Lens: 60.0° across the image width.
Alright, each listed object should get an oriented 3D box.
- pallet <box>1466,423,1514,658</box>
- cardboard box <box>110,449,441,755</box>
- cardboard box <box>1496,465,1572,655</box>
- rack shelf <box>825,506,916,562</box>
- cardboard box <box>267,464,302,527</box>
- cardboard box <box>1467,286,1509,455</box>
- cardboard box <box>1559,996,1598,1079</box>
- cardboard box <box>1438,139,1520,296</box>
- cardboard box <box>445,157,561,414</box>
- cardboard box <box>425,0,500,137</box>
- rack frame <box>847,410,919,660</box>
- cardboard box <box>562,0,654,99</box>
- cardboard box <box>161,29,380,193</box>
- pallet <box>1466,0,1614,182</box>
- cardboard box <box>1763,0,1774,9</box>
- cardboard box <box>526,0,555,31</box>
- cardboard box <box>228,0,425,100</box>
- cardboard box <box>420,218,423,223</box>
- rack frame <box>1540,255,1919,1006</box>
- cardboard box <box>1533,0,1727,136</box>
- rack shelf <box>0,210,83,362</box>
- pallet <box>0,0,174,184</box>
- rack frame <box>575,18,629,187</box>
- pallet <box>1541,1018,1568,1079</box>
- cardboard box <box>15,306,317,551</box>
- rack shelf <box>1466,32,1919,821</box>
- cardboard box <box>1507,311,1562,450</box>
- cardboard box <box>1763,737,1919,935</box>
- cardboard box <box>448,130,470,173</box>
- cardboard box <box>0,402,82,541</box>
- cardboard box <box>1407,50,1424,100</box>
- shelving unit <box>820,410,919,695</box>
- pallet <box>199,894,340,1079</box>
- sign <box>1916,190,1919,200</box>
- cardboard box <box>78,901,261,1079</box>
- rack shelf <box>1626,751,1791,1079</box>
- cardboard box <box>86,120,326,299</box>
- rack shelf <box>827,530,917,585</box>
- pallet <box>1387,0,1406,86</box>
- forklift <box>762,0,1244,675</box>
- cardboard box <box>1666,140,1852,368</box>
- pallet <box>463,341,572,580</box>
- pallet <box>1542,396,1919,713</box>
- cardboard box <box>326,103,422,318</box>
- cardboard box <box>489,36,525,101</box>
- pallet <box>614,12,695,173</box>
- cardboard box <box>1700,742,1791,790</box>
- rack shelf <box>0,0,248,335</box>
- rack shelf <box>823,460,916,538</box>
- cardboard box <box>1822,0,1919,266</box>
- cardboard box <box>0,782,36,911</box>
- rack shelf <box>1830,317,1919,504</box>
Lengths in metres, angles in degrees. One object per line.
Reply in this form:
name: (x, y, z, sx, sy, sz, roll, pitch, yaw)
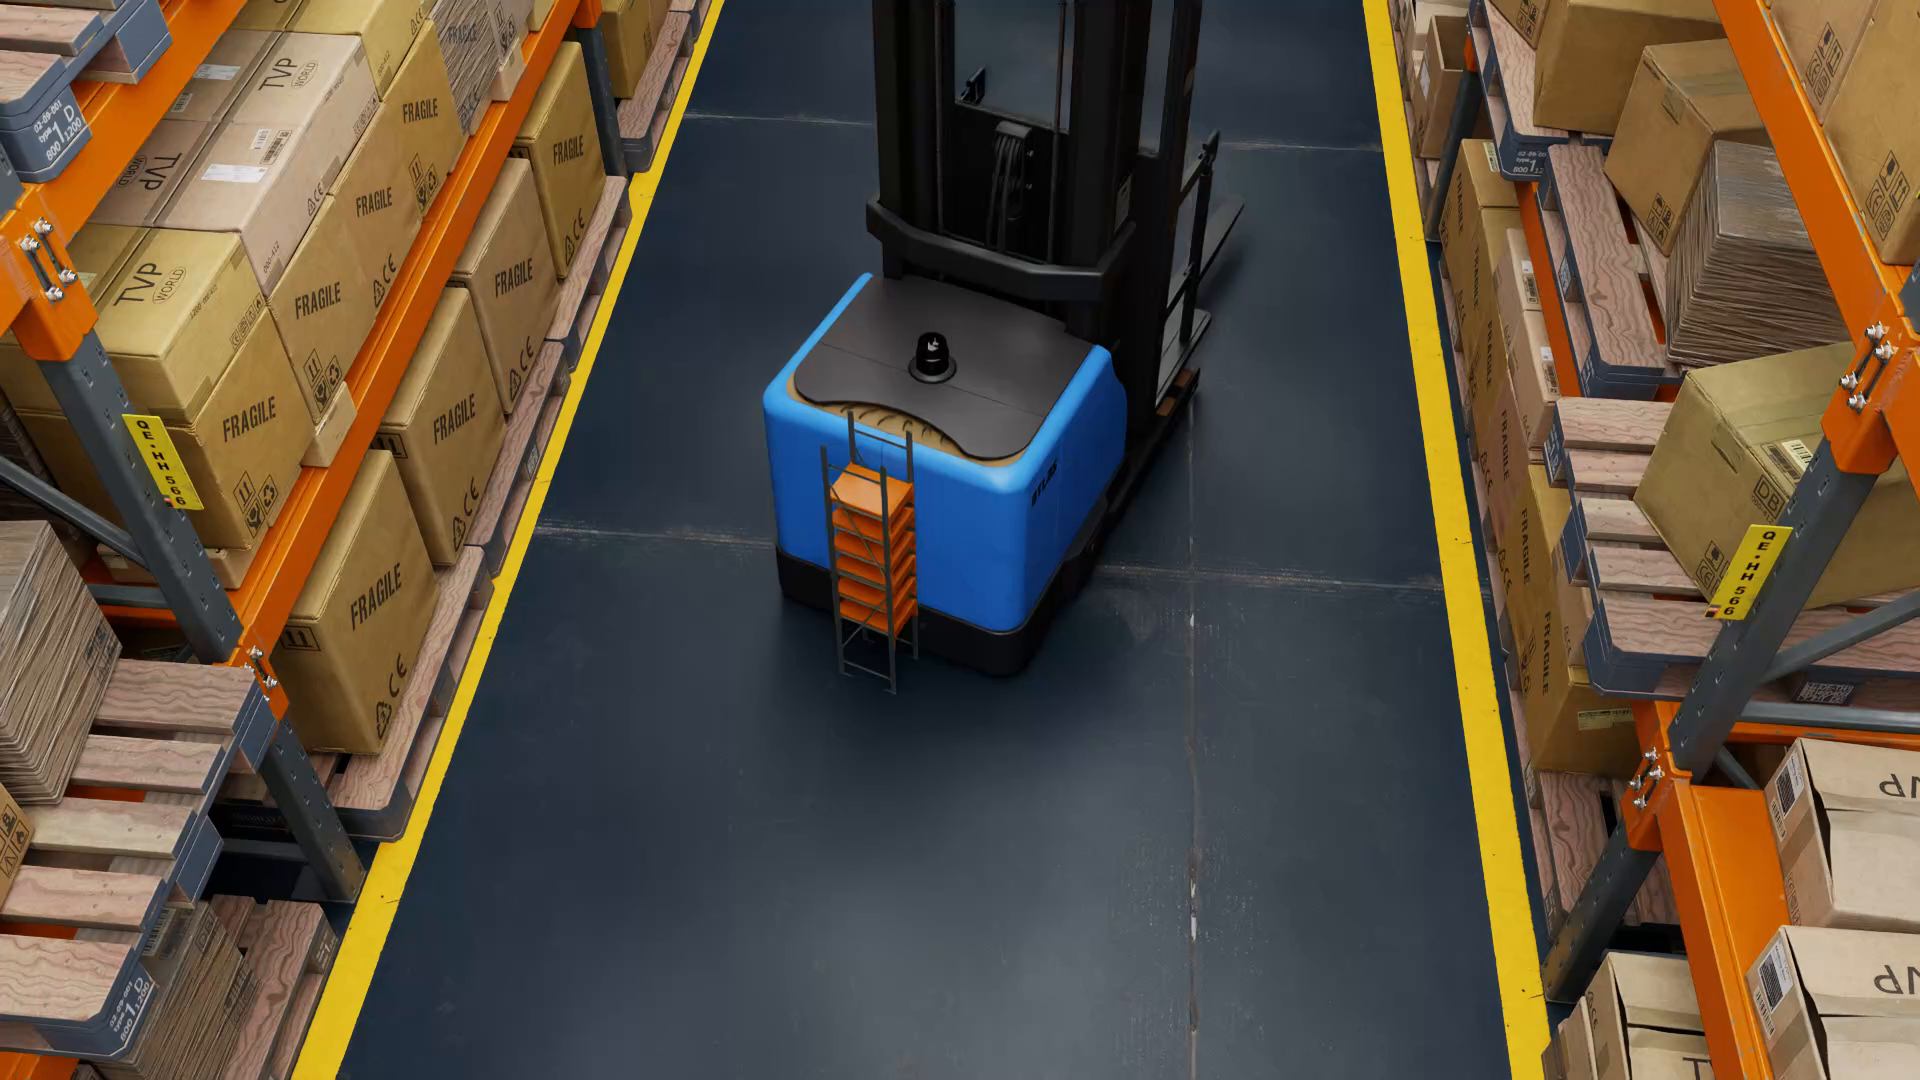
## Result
pallet: (2.617, -0.026, 6.631, 1.003, 0.211, 1.213, 4, 48, 4)
cardboard box: (-2.339, 0.195, 5.711, 0.750, 0.750, 0.750, 3, 48, 3)
cardboard box: (2.296, 0.085, 6.035, 0.500, 0.500, 0.500, 2, 48, 2)
rack shelf: (-0.306, -0.058, 5.725, 0.258, 0.103, 0.180, 20, 51, 17)
cardboard box: (-2.244, -0.190, 5.048, 0.380, 0.149, 0.250, 4, 48, 4)
cardboard box: (2.384, -0.672, 6.728, 0.500, 0.500, 0.500, 4, 48, 4)
cardboard box: (2.057, 1.625, 4.810, 0.500, 0.250, 0.500, 4, 48, 3)
cardboard box: (2.475, -1.432, 7.423, 0.500, 0.500, 0.500, 2, 48, 2)
cardboard box: (-2.180, -1.073, 6.871, 0.750, 0.750, 0.750, 5, 48, 5)
cardboard box: (-2.054, -1.837, 6.115, 0.500, 0.500, 0.500, 4, 48, 4)
rack frame: (-0.266, 0.013, 5.925, 0.240, 1.200, 0.006, 20, 51, 17)
cardboard box: (-2.001, -2.637, 8.539, 0.700, 0.500, 0.500, 4, 48, 4)
cardboard box: (-2.148, -1.330, 5.143, 0.500, 0.250, 0.500, 4, 48, 4)
pallet: (2.580, -1.821, 6.513, 1.003, 0.211, 1.213, 4, 48, 4)
cardboard box: (2.497, -1.653, 4.128, 0.910, 0.500, 0.500, 4, 48, 4)
cardboard box: (-1.920, -2.264, 6.945, 0.380, 0.149, 0.250, 5, 48, 4)
cardboard box: (-2.108, -1.706, 5.486, 0.500, 0.250, 0.500, 3, 48, 3)
cardboard box: (-2.147, -1.133, 5.910, 0.380, 0.149, 0.250, 4, 48, 4)
rack frame: (2.397, 0.473, 4.284, 1.000, 3.000, 0.127, 4, 48, 4)
cardboard box: (2.496, -1.799, 6.010, 0.700, 0.500, 0.500, 11, 48, 10)
rack shelf: (-2.719, 0.843, 2.401, 1.077, 0.370, 4.000, 4, 48, 4)
pallet: (-2.530, -1.282, 3.985, 1.213, 0.211, 1.003, 6, 48, 5)
rack frame: (-2.172, -2.796, 7.275, 1.000, 3.000, 0.127, 4, 48, 4)
pallet: (2.283, 2.017, 4.762, 1.003, 0.211, 1.213, 4, 48, 4)
cardboard box: (-2.237, -0.338, 4.743, 0.500, 0.500, 0.500, 5, 48, 5)
rack shelf: (2.579, -0.754, 5.894, 1.077, 0.370, 4.000, 4, 48, 4)
cardboard box: (2.339, -0.581, 6.137, 0.500, 0.250, 0.500, 3, 48, 3)
cardboard box: (2.320, 0.768, 4.075, 0.500, 0.311, 0.500, 7, 48, 6)
cardboard box: (-2.080, -1.520, 6.264, 0.380, 0.149, 0.250, 3, 48, 2)
cardboard box: (-2.756, -0.363, 4.766, 0.500, 0.500, 0.500, 4, 48, 4)
cardboard box: (2.506, -2.370, 8.518, 0.380, 0.149, 0.250, 4, 48, 4)
shelving unit: (-0.306, 0.074, 5.869, 0.258, 1.200, 0.189, 20, 51, 17)
pallet: (-2.609, 1.658, 5.090, 1.003, 0.211, 1.213, 4, 48, 4)
sign: (1.857, -0.752, 3.021, 0.100, 0.325, 0.005, 4, 48, 4)
cardboard box: (-2.550, 1.371, 4.859, 0.700, 0.500, 0.500, 4, 48, 4)
rack shelf: (2.215, 2.186, 3.206, 1.077, 0.370, 4.000, 4, 48, 4)
cardboard box: (-2.190, -0.962, 4.806, 0.500, 0.250, 0.500, 3, 48, 3)
rack shelf: (-0.306, 0.023, 5.813, 0.258, 0.103, 0.180, 20, 51, 17)
pallet: (2.934, -2.928, 9.286, 1.003, 0.211, 1.213, 4, 48, 4)
forklift: (0.394, -1.584, 6.213, 1.130, 2.935, 3.031, 20, 51, 17)
cardboard box: (2.616, -0.832, 5.126, 0.700, 0.500, 0.500, 12, 49, 11)
pallet: (-2.276, -0.384, 6.958, 1.003, 0.211, 1.213, 4, 48, 4)
pallet: (2.389, 0.035, 4.815, 1.213, 0.211, 1.003, 4, 48, 4)
cardboard box: (-2.134, -1.087, 5.428, 0.500, 0.500, 0.500, 4, 48, 3)
cardboard box: (-1.954, -1.878, 6.592, 0.380, 0.149, 0.250, 4, 48, 4)
pallet: (-2.025, -2.409, 8.810, 1.003, 0.211, 1.213, 4, 48, 4)
cardboard box: (2.723, 0.853, 5.333, 0.500, 0.500, 0.500, 6, 48, 5)
rack shelf: (-2.354, -2.096, 5.089, 1.077, 0.370, 4.000, 4, 48, 4)
rack shelf: (-0.306, -0.139, 5.636, 0.258, 0.103, 0.180, 20, 51, 17)
cardboard box: (2.403, -0.896, 3.436, 0.910, 0.500, 0.500, 4, 48, 4)
cardboard box: (-2.593, 0.719, 3.694, 0.700, 0.500, 0.500, 0, 48, 0)
rack shelf: (2.215, 1.173, 2.099, 1.077, 0.370, 4.000, 4, 48, 4)
